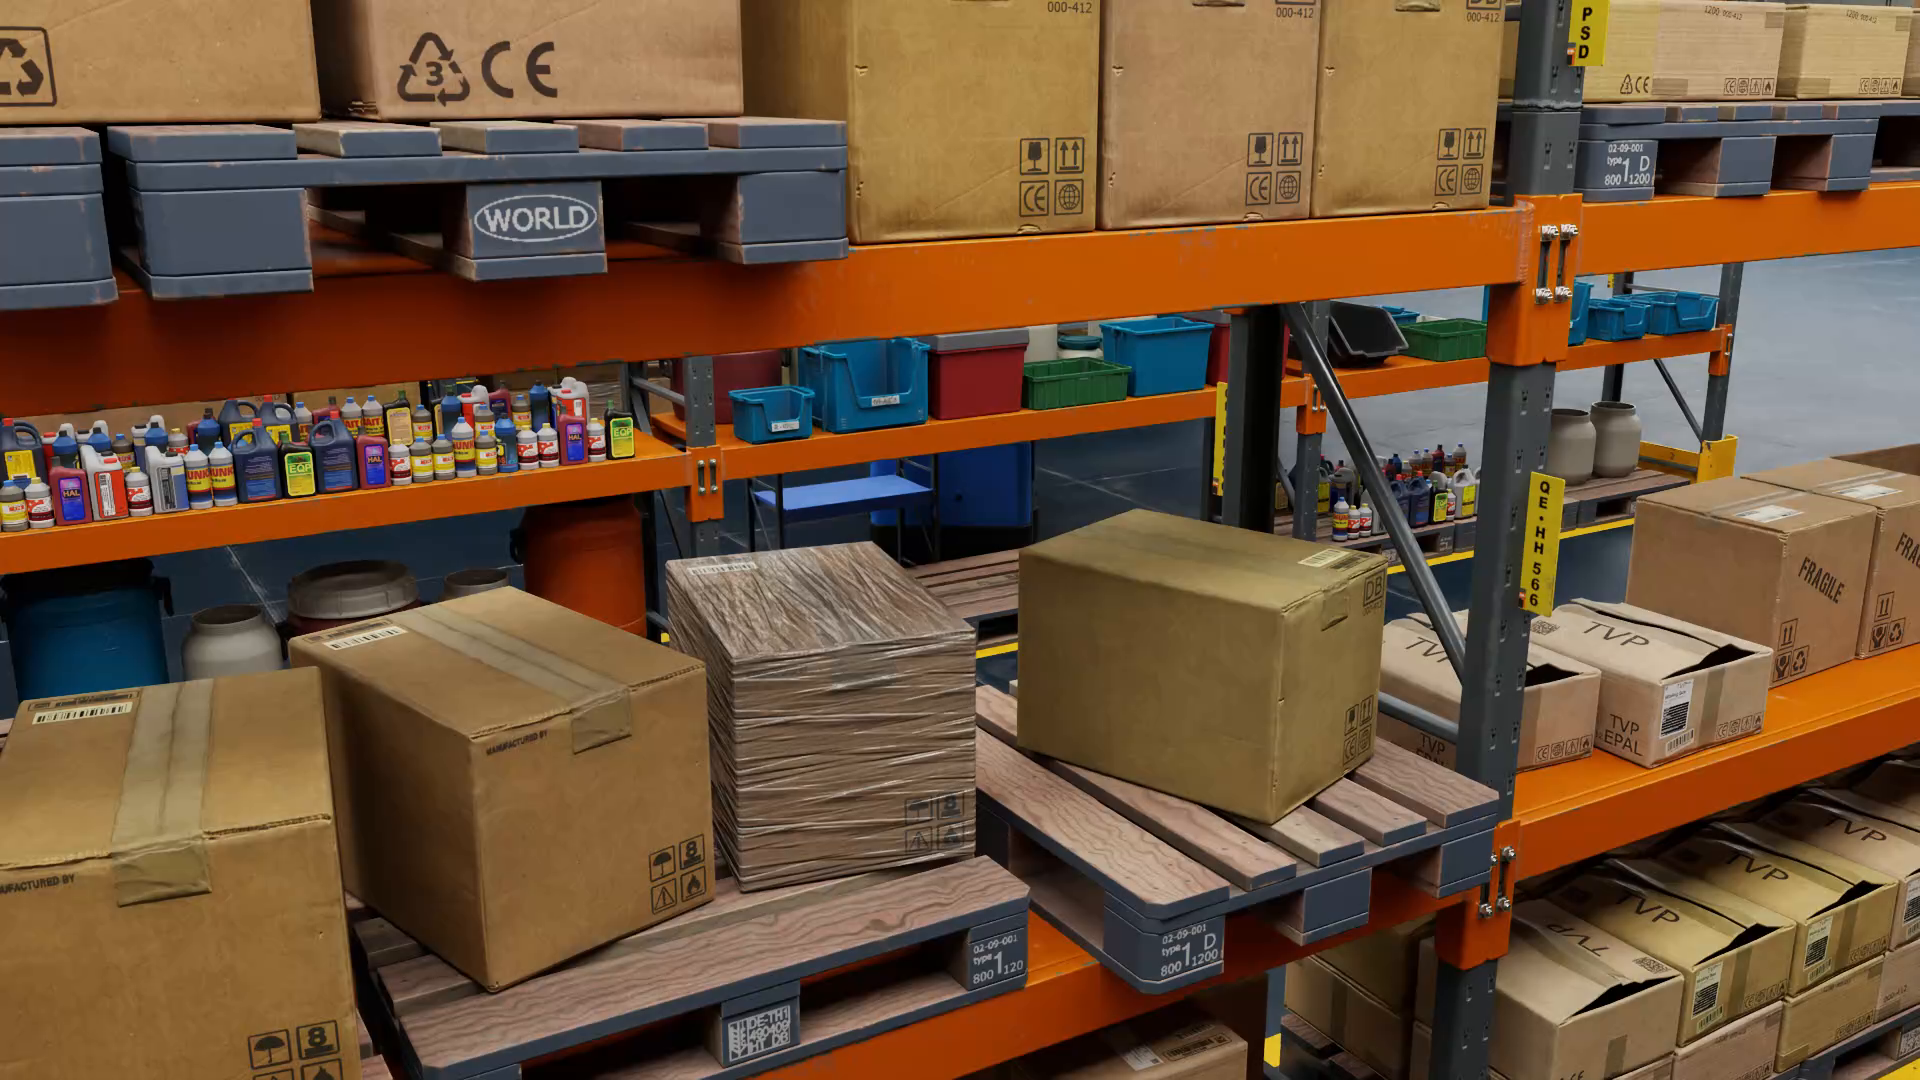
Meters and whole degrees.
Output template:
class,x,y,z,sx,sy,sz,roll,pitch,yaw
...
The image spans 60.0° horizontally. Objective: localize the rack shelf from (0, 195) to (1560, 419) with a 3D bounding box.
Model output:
class,x,y,z,sx,sy,sz,roll,pitch,yaw
rack shelf,-0.671,-0.414,3.105,4.000,0.370,1.077,-9,18,-30

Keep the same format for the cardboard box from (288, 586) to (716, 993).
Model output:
class,x,y,z,sx,sy,sz,roll,pitch,yaw
cardboard box,-0.902,0.452,3.278,0.700,0.500,0.500,15,21,42

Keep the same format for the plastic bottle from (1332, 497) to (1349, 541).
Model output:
class,x,y,z,sx,sy,sz,roll,pitch,yaw
plastic bottle,2.424,-0.138,10.584,0.097,0.271,0.097,0,16,0

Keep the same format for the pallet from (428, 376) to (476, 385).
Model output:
class,x,y,z,sx,sy,sz,roll,pitch,yaw
pallet,-5.808,-1.798,17.432,1.213,0.211,1.003,-9,18,-30

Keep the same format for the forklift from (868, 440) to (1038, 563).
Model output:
class,x,y,z,sx,sy,sz,roll,pitch,yaw
forklift,-0.007,-1.605,11.705,1.130,2.935,3.031,1,16,2

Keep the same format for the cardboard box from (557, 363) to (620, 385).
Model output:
class,x,y,z,sx,sy,sz,roll,pitch,yaw
cardboard box,-3.046,-1.432,13.388,0.500,0.250,0.500,-7,17,-23

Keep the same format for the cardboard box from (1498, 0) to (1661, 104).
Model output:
class,x,y,z,sx,sy,sz,roll,pitch,yaw
cardboard box,1.404,-1.245,4.235,0.500,0.250,0.500,-11,19,-34

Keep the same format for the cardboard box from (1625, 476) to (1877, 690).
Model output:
class,x,y,z,sx,sy,sz,roll,pitch,yaw
cardboard box,2.474,0.121,5.237,0.500,0.500,0.500,-10,19,-33

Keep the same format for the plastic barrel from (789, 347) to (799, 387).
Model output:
class,x,y,z,sx,sy,sz,roll,pitch,yaw
plastic barrel,-0.732,-0.987,9.166,0.421,0.512,0.421,0,16,0

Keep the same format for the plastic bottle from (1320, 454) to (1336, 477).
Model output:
class,x,y,z,sx,sy,sz,roll,pitch,yaw
plastic bottle,2.493,-0.416,11.429,0.185,0.351,0.144,-10,19,-32

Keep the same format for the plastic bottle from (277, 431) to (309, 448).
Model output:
class,x,y,z,sx,sy,sz,roll,pitch,yaw
plastic bottle,-2.915,-0.341,7.284,0.133,0.283,0.061,-9,18,-30

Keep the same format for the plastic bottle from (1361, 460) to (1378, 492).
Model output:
class,x,y,z,sx,sy,sz,roll,pitch,yaw
plastic bottle,2.845,-0.408,11.527,0.133,0.283,0.061,-9,18,-30

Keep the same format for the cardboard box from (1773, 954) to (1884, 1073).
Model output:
class,x,y,z,sx,sy,sz,roll,pitch,yaw
cardboard box,2.517,1.379,5.249,0.500,0.250,0.500,-10,18,-31

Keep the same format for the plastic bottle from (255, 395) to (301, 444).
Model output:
class,x,y,z,sx,sy,sz,roll,pitch,yaw
plastic bottle,-3.175,-0.501,7.732,0.185,0.351,0.144,-9,18,-30

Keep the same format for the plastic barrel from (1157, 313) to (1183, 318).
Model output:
class,x,y,z,sx,sy,sz,roll,pitch,yaw
plastic barrel,1.438,-1.555,10.469,0.708,0.901,0.600,-9,18,-30

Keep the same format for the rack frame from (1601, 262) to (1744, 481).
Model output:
class,x,y,z,sx,sy,sz,roll,pitch,yaw
rack frame,5.354,-1.853,12.462,0.127,3.000,1.000,-9,18,-30

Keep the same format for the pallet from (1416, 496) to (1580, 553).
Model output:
class,x,y,z,sx,sy,sz,roll,pitch,yaw
pallet,3.569,-0.209,11.763,1.213,0.211,1.003,-9,18,-30

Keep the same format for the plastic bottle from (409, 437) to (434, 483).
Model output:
class,x,y,z,sx,sy,sz,roll,pitch,yaw
plastic bottle,-2.438,-0.365,7.523,0.097,0.201,0.097,0,16,0

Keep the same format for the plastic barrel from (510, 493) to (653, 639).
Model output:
class,x,y,z,sx,sy,sz,roll,pitch,yaw
plastic barrel,-1.915,0.174,8.475,0.708,0.830,0.600,-9,18,-30

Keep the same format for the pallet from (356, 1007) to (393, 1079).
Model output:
class,x,y,z,sx,sy,sz,roll,pitch,yaw
pallet,-1.644,0.968,2.753,1.213,0.211,1.003,-9,18,-30

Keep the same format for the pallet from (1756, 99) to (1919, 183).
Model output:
class,x,y,z,sx,sy,sz,roll,pitch,yaw
pallet,2.537,-1.219,4.993,1.213,0.211,1.003,-8,18,-27

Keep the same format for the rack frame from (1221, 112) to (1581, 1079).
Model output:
class,x,y,z,sx,sy,sz,roll,pitch,yaw
rack frame,1.044,0.406,4.405,0.127,3.000,1.000,-9,18,-30

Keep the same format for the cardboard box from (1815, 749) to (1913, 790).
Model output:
class,x,y,z,sx,sy,sz,roll,pitch,yaw
cardboard box,3.115,0.842,6.126,0.500,0.311,0.500,-10,18,-32

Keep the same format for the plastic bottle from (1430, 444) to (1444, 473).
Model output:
class,x,y,z,sx,sy,sz,roll,pitch,yaw
plastic bottle,3.435,-0.550,12.030,0.133,0.283,0.061,-9,18,-29

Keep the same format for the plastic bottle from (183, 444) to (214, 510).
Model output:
class,x,y,z,sx,sy,sz,roll,pitch,yaw
plastic bottle,-3.234,-0.270,7.053,0.097,0.271,0.097,0,16,0

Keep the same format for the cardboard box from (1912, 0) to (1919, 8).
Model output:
class,x,y,z,sx,sy,sz,roll,pitch,yaw
cardboard box,3.447,-1.925,5.271,0.500,0.500,0.500,-7,17,-24

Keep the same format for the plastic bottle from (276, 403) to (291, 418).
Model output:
class,x,y,z,sx,sy,sz,roll,pitch,yaw
plastic bottle,-3.230,-0.503,7.876,0.135,0.276,0.152,-9,18,-30

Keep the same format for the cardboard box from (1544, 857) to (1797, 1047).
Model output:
class,x,y,z,sx,sy,sz,roll,pitch,yaw
cardboard box,2.090,1.178,4.928,0.500,0.311,0.500,-10,18,-31

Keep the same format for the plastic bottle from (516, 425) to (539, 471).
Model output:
class,x,y,z,sx,sy,sz,roll,pitch,yaw
plastic bottle,-2.021,-0.433,7.764,0.097,0.201,0.097,0,16,0

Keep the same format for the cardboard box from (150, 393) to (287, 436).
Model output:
class,x,y,z,sx,sy,sz,roll,pitch,yaw
cardboard box,-5.425,-0.853,12.053,0.875,0.875,1.225,-9,18,-30

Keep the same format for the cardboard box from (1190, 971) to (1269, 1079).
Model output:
class,x,y,z,sx,sy,sz,roll,pitch,yaw
cardboard box,0.506,1.395,4.693,0.500,0.500,0.500,-8,18,-27

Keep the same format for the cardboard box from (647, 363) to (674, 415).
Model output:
class,x,y,z,sx,sy,sz,roll,pitch,yaw
cardboard box,-2.539,-1.153,13.782,0.500,0.500,0.700,-8,17,-25

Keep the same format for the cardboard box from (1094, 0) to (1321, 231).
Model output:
class,x,y,z,sx,sy,sz,roll,pitch,yaw
cardboard box,0.250,-0.947,3.489,0.500,0.500,0.910,-9,18,-30

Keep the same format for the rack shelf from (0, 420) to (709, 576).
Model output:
class,x,y,z,sx,sy,sz,roll,pitch,yaw
rack shelf,-3.218,-0.116,7.600,4.000,0.370,1.077,-9,18,-30

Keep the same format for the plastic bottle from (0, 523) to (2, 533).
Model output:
class,x,y,z,sx,sy,sz,roll,pitch,yaw
plastic bottle,-3.913,-0.160,6.660,0.097,0.271,0.097,0,16,0

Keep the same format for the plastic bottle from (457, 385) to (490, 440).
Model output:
class,x,y,z,sx,sy,sz,roll,pitch,yaw
plastic bottle,-2.438,-0.631,8.335,0.135,0.276,0.152,-9,18,-30

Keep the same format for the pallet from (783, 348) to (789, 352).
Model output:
class,x,y,z,sx,sy,sz,roll,pitch,yaw
pallet,-2.402,-2.349,19.400,1.213,0.211,1.003,-9,18,-30

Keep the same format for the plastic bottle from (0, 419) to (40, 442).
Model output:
class,x,y,z,sx,sy,sz,roll,pitch,yaw
plastic bottle,-4.155,-0.390,7.336,0.185,0.351,0.144,-9,18,-30

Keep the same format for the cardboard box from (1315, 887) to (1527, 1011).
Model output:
class,x,y,z,sx,sy,sz,roll,pitch,yaw
cardboard box,1.366,1.128,5.107,0.500,0.311,0.500,-9,18,-28

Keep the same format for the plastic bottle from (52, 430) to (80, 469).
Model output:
class,x,y,z,sx,sy,sz,roll,pitch,yaw
plastic bottle,-3.936,-0.347,7.329,0.097,0.271,0.097,0,16,0

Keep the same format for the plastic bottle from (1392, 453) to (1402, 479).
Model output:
class,x,y,z,sx,sy,sz,roll,pitch,yaw
plastic bottle,3.086,-0.481,11.809,0.097,0.271,0.097,0,16,0

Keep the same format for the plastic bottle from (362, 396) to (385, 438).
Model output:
class,x,y,z,sx,sy,sz,roll,pitch,yaw
plastic bottle,-2.864,-0.569,8.120,0.097,0.271,0.097,0,16,0

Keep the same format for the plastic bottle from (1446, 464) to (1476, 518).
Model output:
class,x,y,z,sx,sy,sz,roll,pitch,yaw
plastic bottle,3.357,-0.335,11.139,0.185,0.351,0.144,-9,18,-30

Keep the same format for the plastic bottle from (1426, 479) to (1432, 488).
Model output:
class,x,y,z,sx,sy,sz,roll,pitch,yaw
plastic bottle,3.099,-0.266,11.043,0.097,0.271,0.097,0,16,0

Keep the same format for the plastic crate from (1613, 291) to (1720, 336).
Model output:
class,x,y,z,sx,sy,sz,roll,pitch,yaw
plastic crate,5.079,-1.642,11.987,0.616,0.251,0.499,-9,18,-30

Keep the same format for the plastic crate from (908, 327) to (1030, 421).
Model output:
class,x,y,z,sx,sy,sz,roll,pitch,yaw
plastic crate,0.039,-0.925,9.035,0.583,0.464,0.402,-9,18,-30

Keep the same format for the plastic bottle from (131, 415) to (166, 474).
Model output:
class,x,y,z,sx,sy,sz,roll,pitch,yaw
plastic bottle,-3.702,-0.426,7.604,0.135,0.276,0.152,-9,18,-30

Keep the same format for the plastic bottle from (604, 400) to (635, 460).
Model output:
class,x,y,z,sx,sy,sz,roll,pitch,yaw
plastic bottle,-1.631,-0.530,7.958,0.133,0.283,0.061,-9,18,-30

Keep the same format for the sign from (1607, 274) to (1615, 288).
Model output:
class,x,y,z,sx,sy,sz,roll,pitch,yaw
sign,5.074,-2.114,12.881,0.005,0.325,0.100,-9,18,-30

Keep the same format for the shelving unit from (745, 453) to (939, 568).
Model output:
class,x,y,z,sx,sy,sz,roll,pitch,yaw
shelving unit,-0.707,-0.389,9.977,1.048,1.500,0.538,-9,17,-28

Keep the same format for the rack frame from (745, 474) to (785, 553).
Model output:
class,x,y,z,sx,sy,sz,roll,pitch,yaw
rack frame,-1.151,-0.321,9.738,0.032,1.500,0.500,-9,17,-28

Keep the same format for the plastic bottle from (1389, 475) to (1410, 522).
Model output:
class,x,y,z,sx,sy,sz,roll,pitch,yaw
plastic bottle,2.830,-0.249,10.835,0.185,0.351,0.144,-9,18,-28

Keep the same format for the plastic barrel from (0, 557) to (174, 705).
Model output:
class,x,y,z,sx,sy,sz,roll,pitch,yaw
plastic barrel,-3.851,0.453,7.345,0.708,0.901,0.600,-9,18,-30

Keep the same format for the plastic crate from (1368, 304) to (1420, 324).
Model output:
class,x,y,z,sx,sy,sz,roll,pitch,yaw
plastic crate,2.734,-1.442,11.272,0.616,0.251,0.499,-9,18,-30

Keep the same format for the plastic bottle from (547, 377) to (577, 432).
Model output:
class,x,y,z,sx,sy,sz,roll,pitch,yaw
plastic bottle,-2.041,-0.696,8.564,0.135,0.276,0.152,-9,18,-30
